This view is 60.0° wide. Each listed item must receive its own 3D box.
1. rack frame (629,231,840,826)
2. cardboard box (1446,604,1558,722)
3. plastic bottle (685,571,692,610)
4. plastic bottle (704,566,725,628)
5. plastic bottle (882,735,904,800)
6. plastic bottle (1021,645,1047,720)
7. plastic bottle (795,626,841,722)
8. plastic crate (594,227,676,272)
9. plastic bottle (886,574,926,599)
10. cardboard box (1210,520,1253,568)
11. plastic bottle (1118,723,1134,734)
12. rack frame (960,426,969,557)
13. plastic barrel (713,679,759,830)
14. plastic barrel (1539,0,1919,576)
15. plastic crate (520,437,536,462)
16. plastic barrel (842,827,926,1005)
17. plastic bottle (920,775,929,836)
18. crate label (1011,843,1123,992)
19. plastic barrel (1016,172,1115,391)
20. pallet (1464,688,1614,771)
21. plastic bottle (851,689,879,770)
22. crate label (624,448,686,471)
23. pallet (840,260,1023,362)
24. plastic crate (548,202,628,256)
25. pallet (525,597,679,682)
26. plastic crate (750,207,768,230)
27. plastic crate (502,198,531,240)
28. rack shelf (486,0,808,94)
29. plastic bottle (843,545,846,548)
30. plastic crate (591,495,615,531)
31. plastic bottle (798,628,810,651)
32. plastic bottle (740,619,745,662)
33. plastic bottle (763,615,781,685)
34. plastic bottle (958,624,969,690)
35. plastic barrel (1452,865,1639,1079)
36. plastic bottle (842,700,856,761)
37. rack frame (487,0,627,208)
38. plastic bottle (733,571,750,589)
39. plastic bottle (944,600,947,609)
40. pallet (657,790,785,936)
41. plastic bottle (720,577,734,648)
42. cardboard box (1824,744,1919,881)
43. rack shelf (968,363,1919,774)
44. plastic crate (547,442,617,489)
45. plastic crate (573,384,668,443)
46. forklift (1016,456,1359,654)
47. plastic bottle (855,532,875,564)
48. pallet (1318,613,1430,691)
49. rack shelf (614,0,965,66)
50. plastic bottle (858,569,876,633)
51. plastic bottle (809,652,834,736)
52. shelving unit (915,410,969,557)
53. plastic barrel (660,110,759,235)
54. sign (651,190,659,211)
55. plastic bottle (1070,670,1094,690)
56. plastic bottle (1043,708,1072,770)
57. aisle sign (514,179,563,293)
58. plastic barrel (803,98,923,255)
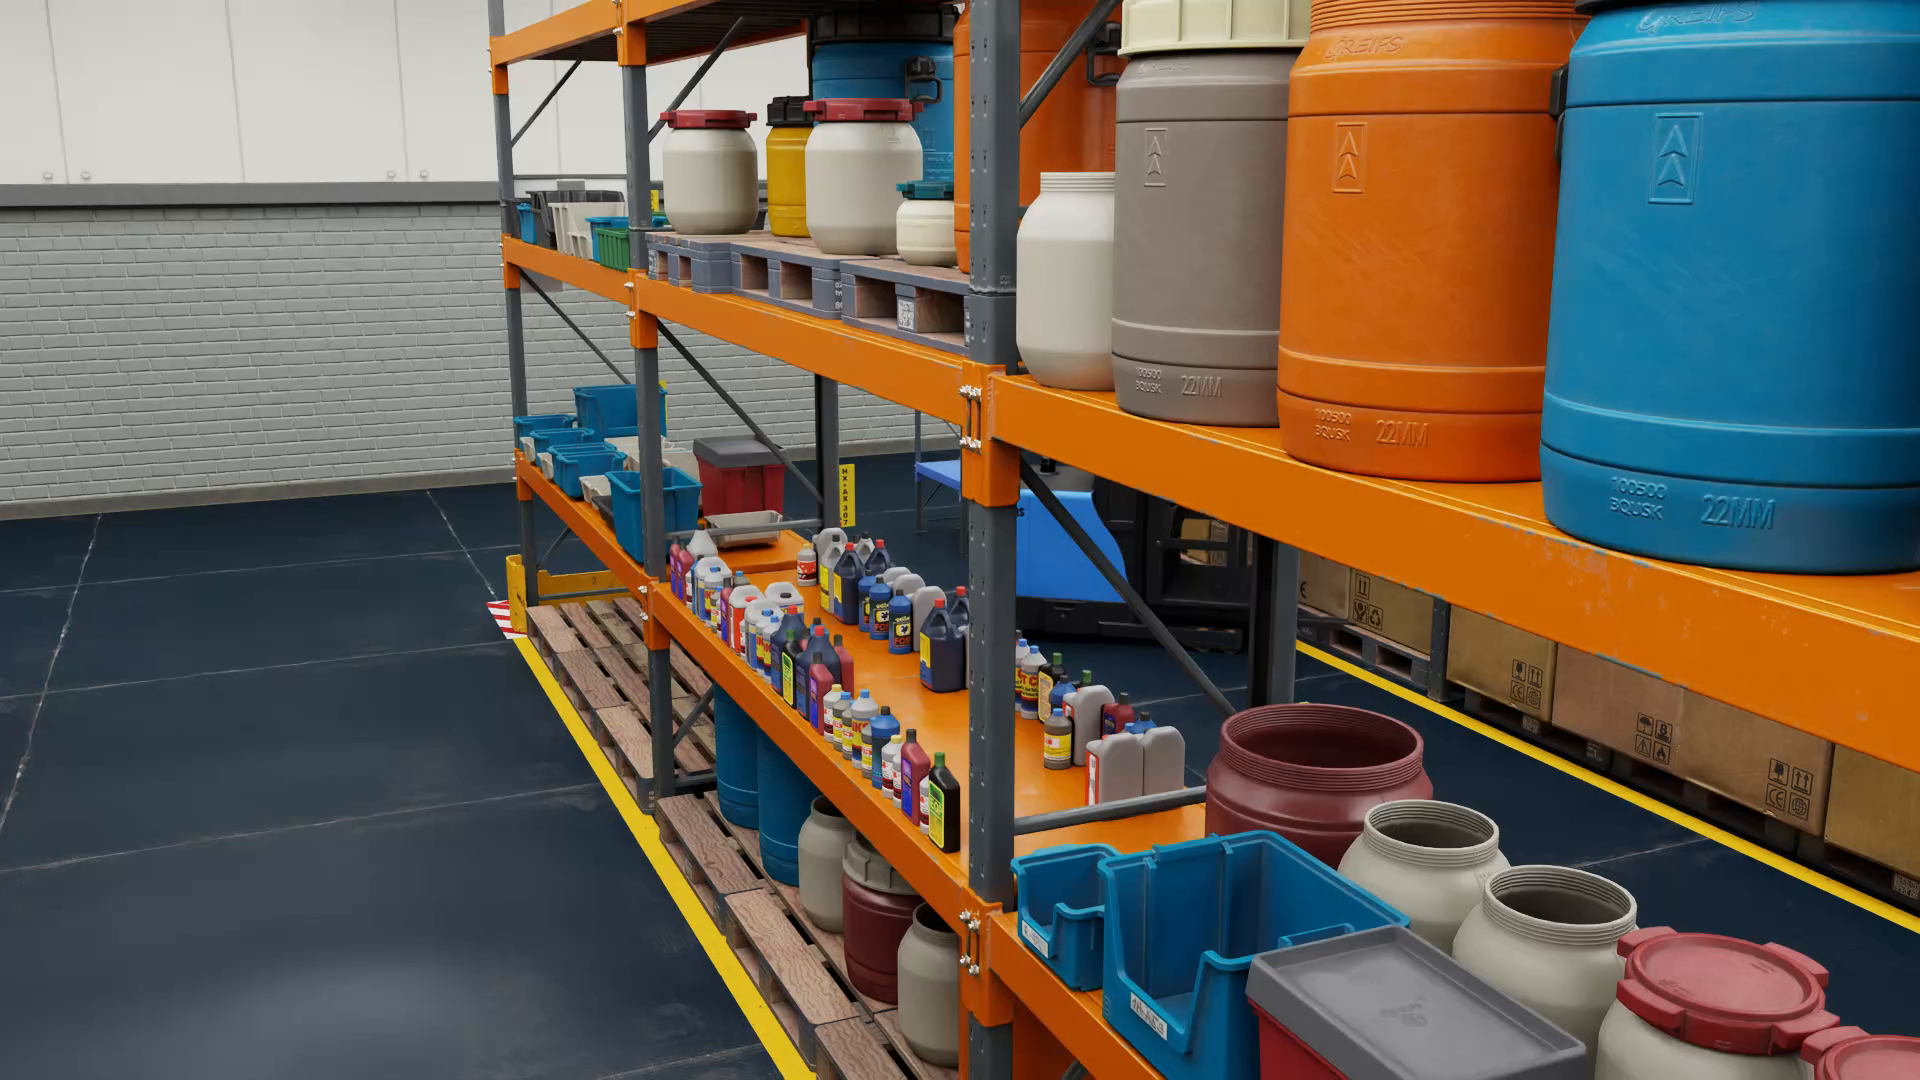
[{"bbox_3d":[-1.097,-0.044,8.409,1.000,3.000,0.127,-6,14,-23],"label":"rack frame"},{"bbox_3d":[3.716,0.469,9.970,1.225,0.875,0.875,-6,14,-23],"label":"cardboard box"},{"bbox_3d":[-1.224,0.217,7.722,0.097,0.201,0.097,0,13,0],"label":"plastic bottle"},{"bbox_3d":[-1.092,0.251,7.420,0.097,0.271,0.097,0,13,0],"label":"plastic bottle"},{"bbox_3d":[-0.208,0.741,5.458,0.097,0.201,0.097,0,13,0],"label":"plastic bottle"},{"bbox_3d":[0.276,0.529,6.217,0.097,0.271,0.097,0,13,0],"label":"plastic bottle"},{"bbox_3d":[-0.531,0.488,6.217,0.144,0.351,0.185,-6,14,-23],"label":"plastic bottle"},{"bbox_3d":[-1.543,-1.463,8.355,0.450,0.188,0.662,-6,14,-23],"label":"plastic crate"},{"bbox_3d":[-0.240,0.276,7.301,0.152,0.276,0.135,-6,14,-23],"label":"plastic bottle"},{"bbox_3d":[2.534,-0.174,12.752,0.875,0.875,0.875,-6,14,-23],"label":"cardboard box"},{"bbox_3d":[0.568,0.714,5.574,0.097,0.201,0.097,0,13,0],"label":"plastic bottle"},{"bbox_3d":[0.238,-0.608,14.171,0.500,1.500,0.032,-6,14,-23],"label":"rack frame"},{"bbox_3d":[-0.894,0.887,8.106,0.600,0.901,0.708,-6,14,-23],"label":"plastic barrel"},{"bbox_3d":[1.181,-0.453,2.410,0.600,0.901,0.708,-6,14,-23],"label":"plastic barrel"},{"bbox_3d":[-2.849,-0.617,11.335,0.250,0.136,0.298,-6,14,-23],"label":"plastic crate"},{"bbox_3d":[-0.158,1.420,6.501,0.600,0.588,0.708,-6,14,-23],"label":"plastic barrel"},{"bbox_3d":[-0.077,0.808,5.165,0.097,0.201,0.097,0,13,0],"label":"plastic bottle"},{"bbox_3d":[0.331,0.985,4.335,0.303,0.233,0.416,-6,14,-23],"label":"crate label"},{"bbox_3d":[0.349,-0.642,4.090,0.421,0.512,0.421,0,13,0],"label":"plastic barrel"},{"bbox_3d":[3.820,1.020,9.997,1.003,0.211,1.213,-6,14,-23],"label":"pallet"},{"bbox_3d":[-0.325,0.646,5.711,0.097,0.271,0.097,0,13,0],"label":"plastic bottle"},{"bbox_3d":[-1.970,-0.503,10.842,0.396,0.136,0.243,-6,14,-23],"label":"crate label"},{"bbox_3d":[0.289,-0.754,5.242,1.003,0.211,1.213,-6,14,-23],"label":"pallet"},{"bbox_3d":[-2.094,-1.789,9.556,0.437,0.282,0.530,-6,14,-23],"label":"plastic crate"},{"bbox_3d":[-2.404,0.662,11.542,1.003,0.211,1.213,-6,14,-23],"label":"pallet"},{"bbox_3d":[-1.343,-1.723,9.301,0.497,0.269,0.590,-6,14,-23],"label":"plastic crate"},{"bbox_3d":[-2.800,-2.164,11.203,0.497,0.269,0.590,-6,14,-23],"label":"plastic crate"},{"bbox_3d":[-1.898,-2.835,9.644,1.077,0.370,4.000,-6,14,-23],"label":"rack shelf"},{"bbox_3d":[-0.571,0.126,8.113,0.097,0.201,0.097,0,13,0],"label":"plastic bottle"},{"bbox_3d":[-1.791,-0.146,9.327,0.437,0.125,0.590,-6,14,-23],"label":"plastic crate"},{"bbox_3d":[-0.577,0.487,6.374,0.061,0.283,0.133,-6,14,-23],"label":"plastic bottle"},{"bbox_3d":[-0.868,0.400,6.928,0.097,0.201,0.097,0,13,0],"label":"plastic bottle"},{"bbox_3d":[-0.736,0.434,6.627,0.097,0.271,0.097,0,13,0],"label":"plastic bottle"},{"bbox_3d":[0.073,0.437,6.602,0.152,0.276,0.135,-6,14,-23],"label":"plastic bottle"},{"bbox_3d":[1.282,1.008,3.614,0.421,0.512,0.421,0,13,0],"label":"plastic barrel"},{"bbox_3d":[-0.364,0.660,5.806,0.097,0.201,0.097,0,13,0],"label":"plastic bottle"},{"bbox_3d":[-2.699,-3.793,11.303,1.000,3.000,0.127,-6,14,-23],"label":"rack frame"},{"bbox_3d":[-1.007,0.243,7.608,0.097,0.201,0.097,0,13,0],"label":"plastic bottle"},{"bbox_3d":[-0.078,0.381,6.858,0.097,0.271,0.097,0,13,0],"label":"plastic bottle"},{"bbox_3d":[-0.826,1.477,8.018,1.003,0.211,1.213,-6,14,-23],"label":"pallet"},{"bbox_3d":[-0.985,0.310,7.135,0.061,0.283,0.133,-6,14,-23],"label":"plastic bottle"},{"bbox_3d":[4.787,1.021,7.587,1.225,0.875,0.875,-6,14,-26],"label":"cardboard box"},{"bbox_3d":[1.307,0.084,2.796,1.077,0.370,4.000,-6,14,-23],"label":"rack shelf"},{"bbox_3d":[-2.374,-0.466,10.467,0.416,0.233,0.300,-6,14,-23],"label":"plastic crate"},{"bbox_3d":[-2.394,-0.865,11.743,0.616,0.435,0.499,-6,14,-23],"label":"plastic crate"},{"bbox_3d":[1.721,-0.773,11.710,3.031,2.935,1.130,3,13,14],"label":"forklift"},{"bbox_3d":[-0.429,0.140,7.721,0.144,0.351,0.185,-6,14,-23],"label":"plastic bottle"},{"bbox_3d":[3.209,0.703,11.365,1.003,0.211,1.213,-6,14,-23],"label":"pallet"},{"bbox_3d":[-0.295,-2.008,6.073,1.077,0.370,4.000,-6,14,-23],"label":"rack shelf"},{"bbox_3d":[-0.401,0.265,7.356,0.097,0.271,0.097,0,13,0],"label":"plastic bottle"},{"bbox_3d":[-0.505,0.558,6.066,0.061,0.283,0.133,-6,14,-23],"label":"plastic bottle"},{"bbox_3d":[0.034,-0.713,14.625,0.538,1.500,1.048,-6,14,-23],"label":"shelving unit"},{"bbox_3d":[-1.115,-1.645,7.440,0.433,0.535,0.433,0,13,0],"label":"plastic barrel"},{"bbox_3d":[-2.201,-2.334,11.882,0.100,0.325,0.005,-6,14,-23],"label":"sign"},{"bbox_3d":[0.431,0.593,5.914,0.061,0.283,0.133,-6,14,-23],"label":"plastic bottle"},{"bbox_3d":[0.336,0.680,5.721,0.097,0.201,0.097,0,13,0],"label":"plastic bottle"},{"bbox_3d":[-3.000,-2.125,11.635,0.394,0.787,0.004,-6,14,-23],"label":"aisle sign"},{"bbox_3d":[-0.343,-1.303,5.961,0.433,0.535,0.433,0,13,0],"label":"plastic barrel"}]
